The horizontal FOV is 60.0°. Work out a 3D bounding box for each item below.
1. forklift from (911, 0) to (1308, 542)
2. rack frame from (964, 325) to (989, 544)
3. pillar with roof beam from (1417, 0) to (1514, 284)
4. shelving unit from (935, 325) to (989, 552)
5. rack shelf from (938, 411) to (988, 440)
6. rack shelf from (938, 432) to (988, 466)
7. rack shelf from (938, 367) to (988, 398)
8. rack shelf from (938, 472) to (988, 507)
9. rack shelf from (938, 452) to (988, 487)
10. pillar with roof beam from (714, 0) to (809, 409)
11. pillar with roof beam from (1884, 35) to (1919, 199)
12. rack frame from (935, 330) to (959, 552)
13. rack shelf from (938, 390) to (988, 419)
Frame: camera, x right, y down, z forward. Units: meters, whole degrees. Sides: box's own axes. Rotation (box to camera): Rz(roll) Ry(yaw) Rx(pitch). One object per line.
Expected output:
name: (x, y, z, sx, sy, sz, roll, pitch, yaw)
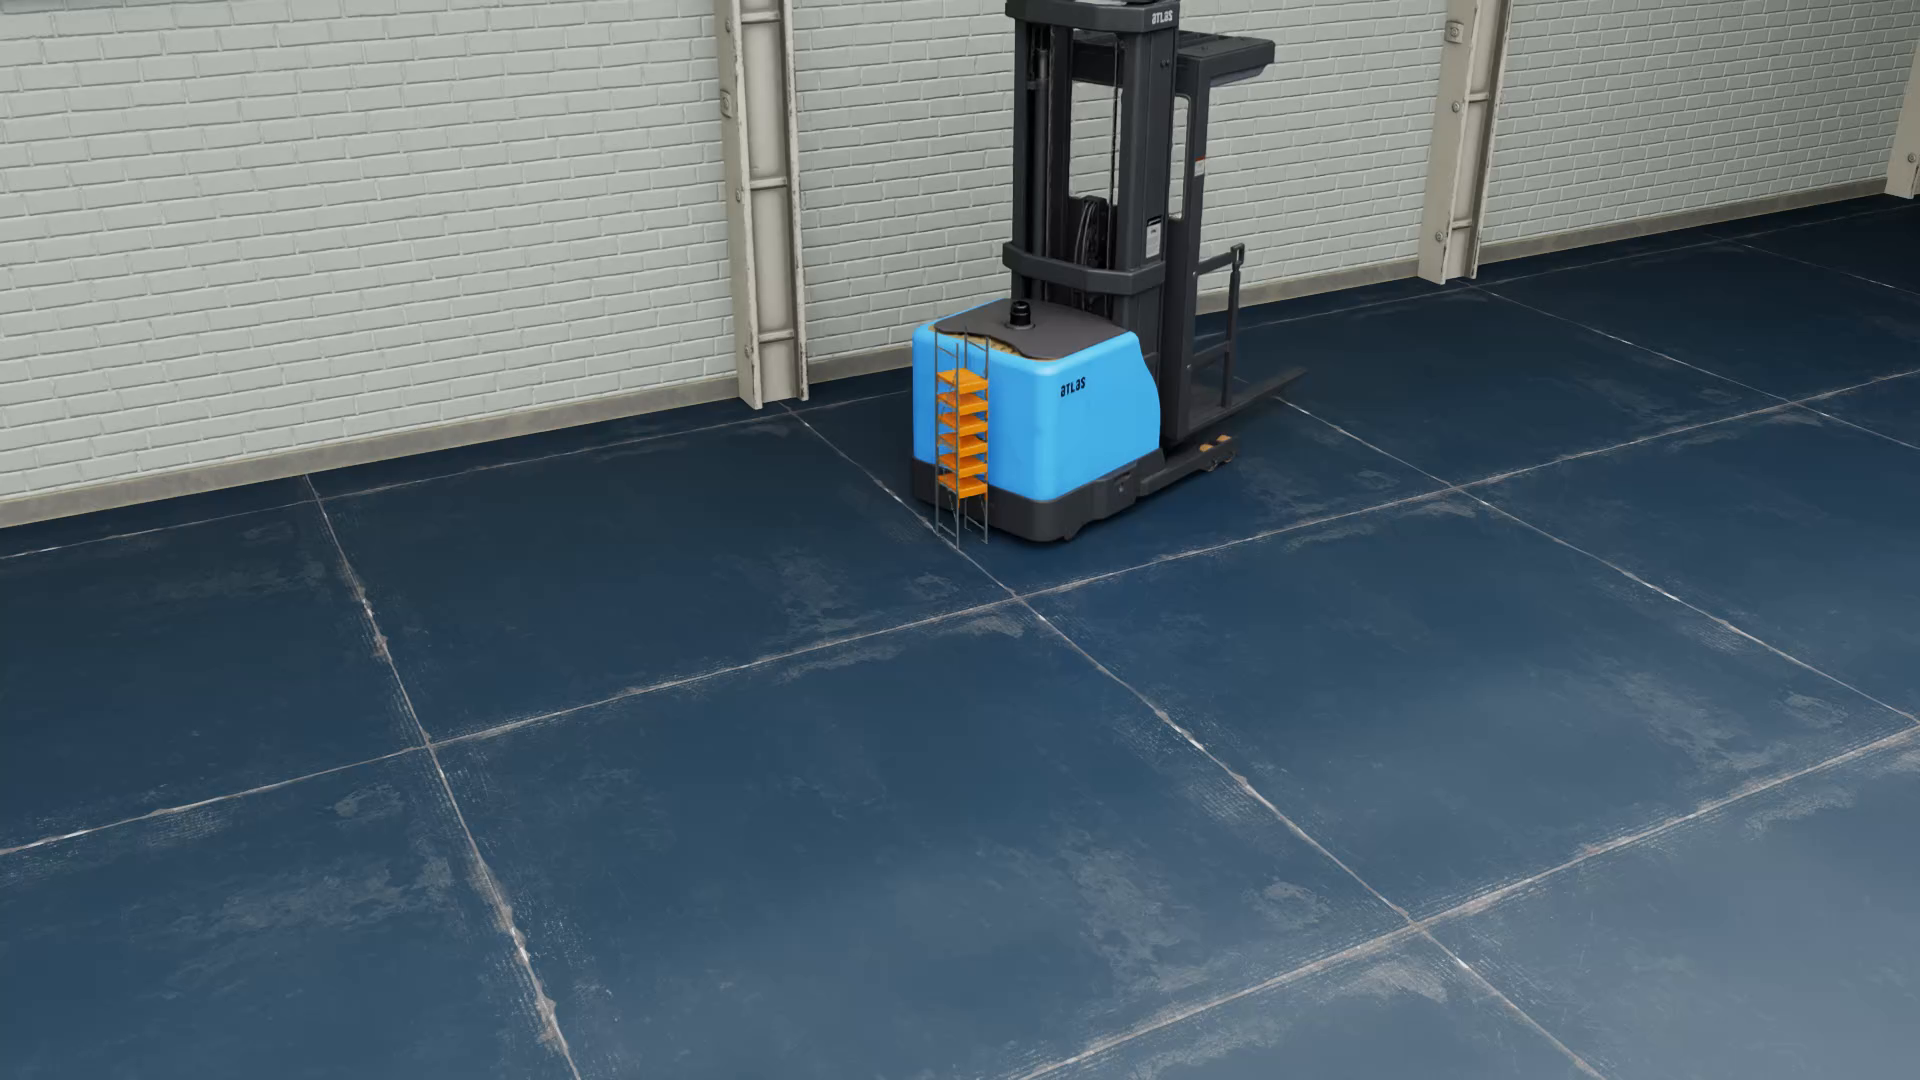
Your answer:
forklift: (1.073, -1.867, 9.753, 1.130, 2.935, 3.031, 21, 33, 37)
rack frame: (0.086, -0.562, 9.034, 0.006, 1.200, 0.240, -15, 29, -28)
pillar with roof beam: (6.057, -4.602, 8.438, 0.400, 9.000, 9.100, -13, 29, -25)
shelving unit: (0.008, -0.542, 8.992, 0.189, 1.200, 0.258, -15, 29, -28)
rack shelf: (0.008, -0.610, 8.959, 0.180, 0.103, 0.258, -15, 29, -28)
rack shelf: (0.008, -0.502, 9.011, 0.180, 0.103, 0.258, -15, 29, -28)
rack shelf: (0.008, -0.826, 8.855, 0.180, 0.103, 0.258, -15, 29, -28)
rack shelf: (0.007, -0.286, 9.116, 0.180, 0.103, 0.258, -15, 29, -28)
rack shelf: (0.008, -0.394, 9.063, 0.180, 0.103, 0.258, -15, 29, -28)
pillar with roof beam: (0.763, -3.380, 5.892, 0.400, 9.000, 9.100, -13, 29, -25)
pillar with roof beam: (11.352, -5.824, 10.983, 0.400, 9.000, 9.100, -13, 29, -25)
rack frame: (-0.071, -0.522, 8.950, 0.006, 1.200, 0.240, -15, 29, -28)
rack shelf: (0.008, -0.718, 8.907, 0.180, 0.103, 0.258, -15, 29, -28)
